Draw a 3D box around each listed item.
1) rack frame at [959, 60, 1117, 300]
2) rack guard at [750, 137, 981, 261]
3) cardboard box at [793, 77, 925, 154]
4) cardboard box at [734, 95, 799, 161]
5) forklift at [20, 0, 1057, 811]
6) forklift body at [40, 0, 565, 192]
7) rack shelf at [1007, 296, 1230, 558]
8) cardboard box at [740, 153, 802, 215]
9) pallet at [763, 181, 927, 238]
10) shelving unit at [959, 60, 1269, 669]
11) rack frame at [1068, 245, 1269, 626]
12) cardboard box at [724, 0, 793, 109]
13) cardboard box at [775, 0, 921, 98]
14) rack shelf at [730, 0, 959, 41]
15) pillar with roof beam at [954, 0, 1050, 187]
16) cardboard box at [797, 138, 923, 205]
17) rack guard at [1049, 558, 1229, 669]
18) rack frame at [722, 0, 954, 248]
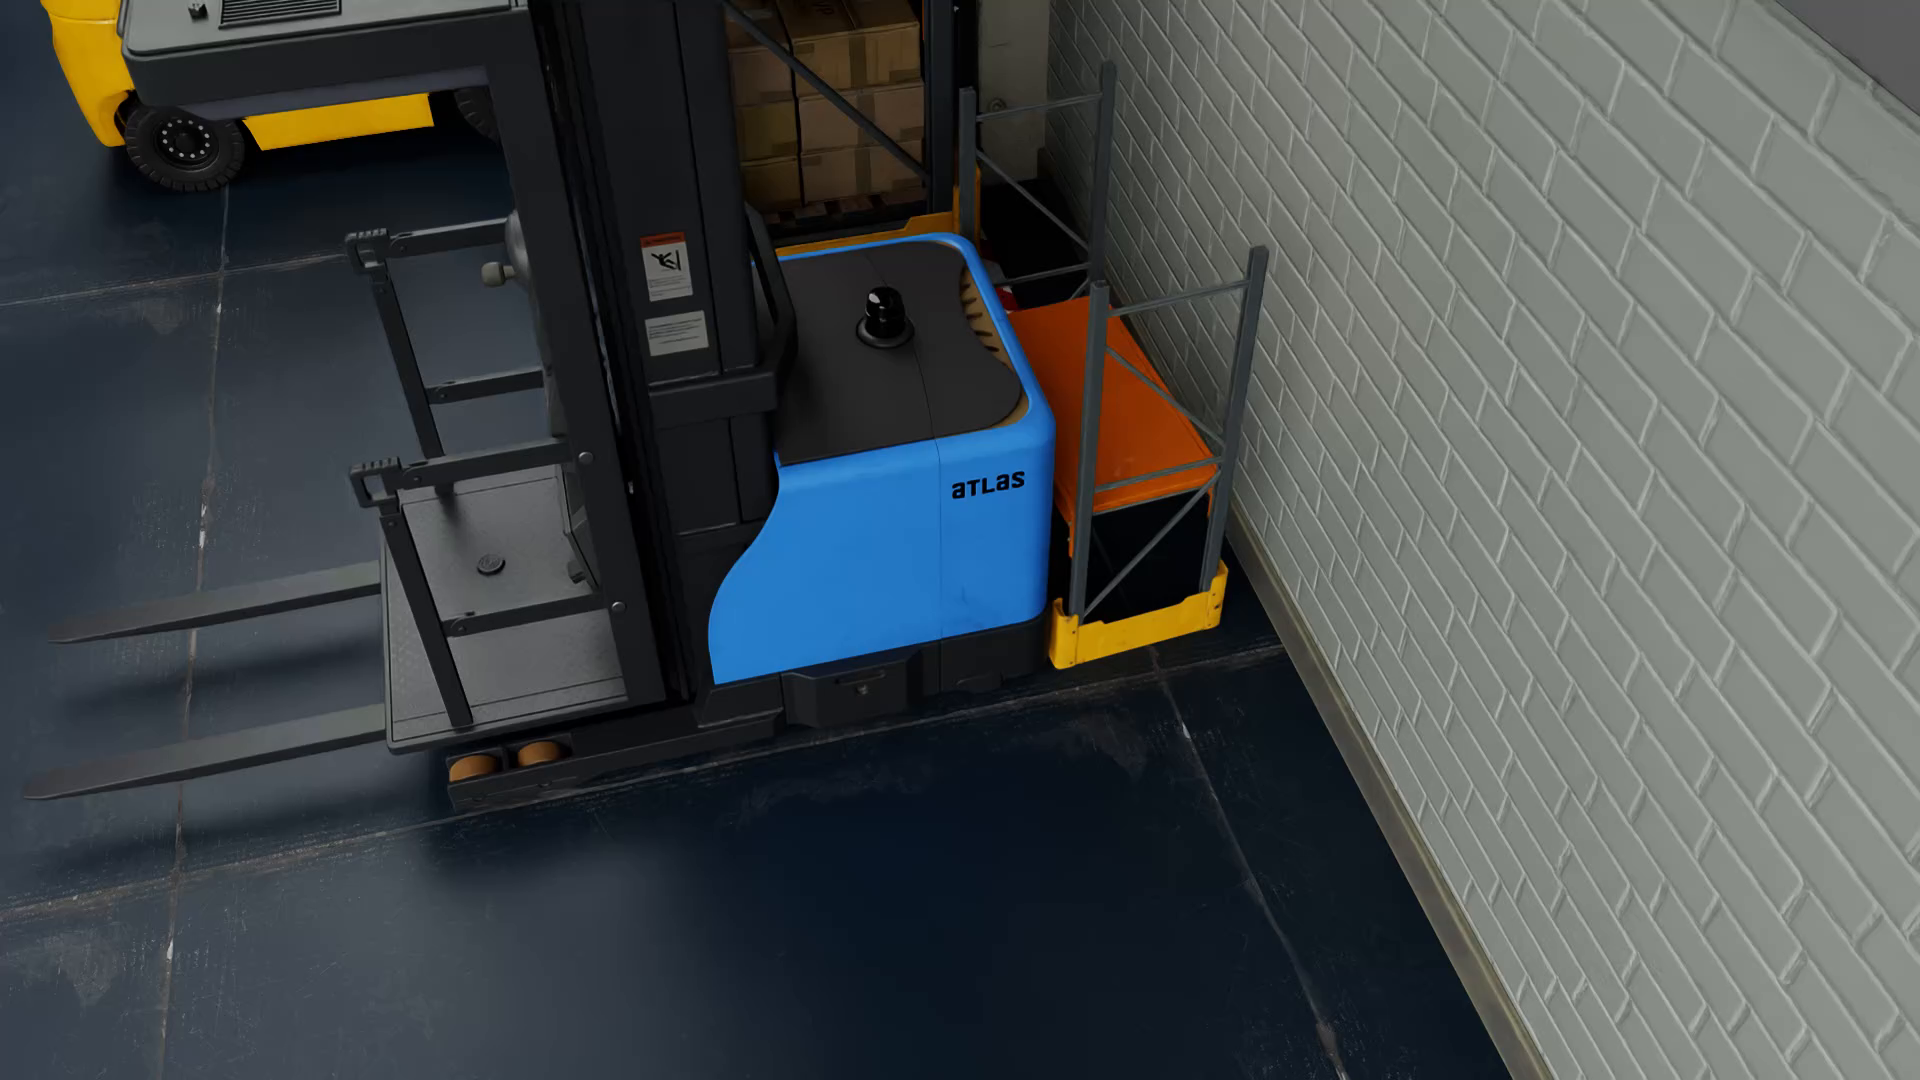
[{"bbox_3d":[0.239,-0.875,5.557,0.500,1.500,0.032,-14,47,-14],"label":"rack frame"},{"bbox_3d":[-0.514,-1.219,6.594,1.175,0.500,0.348,-11,47,-10],"label":"rack guard"},{"bbox_3d":[-0.439,-1.833,6.727,0.500,0.250,0.500,-10,46,-10],"label":"cardboard box"},{"bbox_3d":[-0.947,-1.749,6.645,0.500,0.250,0.500,-11,47,-11],"label":"cardboard box"},{"bbox_3d":[-1.293,-0.649,4.334,3.031,2.935,1.130,-11,47,-11],"label":"forklift"},{"bbox_3d":[-2.769,-2.789,6.977,2.313,2.155,1.214,-11,47,-10],"label":"forklift body"},{"bbox_3d":[0.409,-0.407,5.350,0.538,0.185,1.000,-14,47,-14],"label":"rack shelf"},{"bbox_3d":[-0.945,-1.562,6.811,0.500,0.250,0.500,-10,46,-10],"label":"cardboard box"},{"bbox_3d":[-0.756,-1.655,7.224,1.003,0.211,1.213,-11,47,-10],"label":"pallet"},{"bbox_3d":[0.406,-0.539,5.228,0.587,1.500,1.083,-14,47,-14],"label":"shelving unit"},{"bbox_3d":[0.578,-0.190,4.886,0.500,1.500,0.032,-14,47,-14],"label":"rack frame"},{"bbox_3d":[-0.939,-1.906,6.449,0.500,0.250,0.500,-9,46,-9],"label":"cardboard box"},{"bbox_3d":[-0.460,-2.011,6.552,0.500,0.250,0.500,-11,47,-11],"label":"cardboard box"},{"bbox_3d":[-1.032,-3.239,7.328,1.077,0.370,4.000,-11,47,-10],"label":"rack shelf"},{"bbox_3d":[-3.988,-4.069,3.437,9.100,9.000,0.400,-11,47,-10],"label":"pillar with roof beam"},{"bbox_3d":[-0.456,-1.670,6.917,0.500,0.250,0.500,-11,47,-10],"label":"cardboard box"},{"bbox_3d":[0.572,0.234,5.346,0.587,0.250,0.087,-14,47,-14],"label":"rack guard"},{"bbox_3d":[-0.520,-2.110,5.718,1.000,3.000,0.127,-11,47,-10],"label":"rack frame"}]
